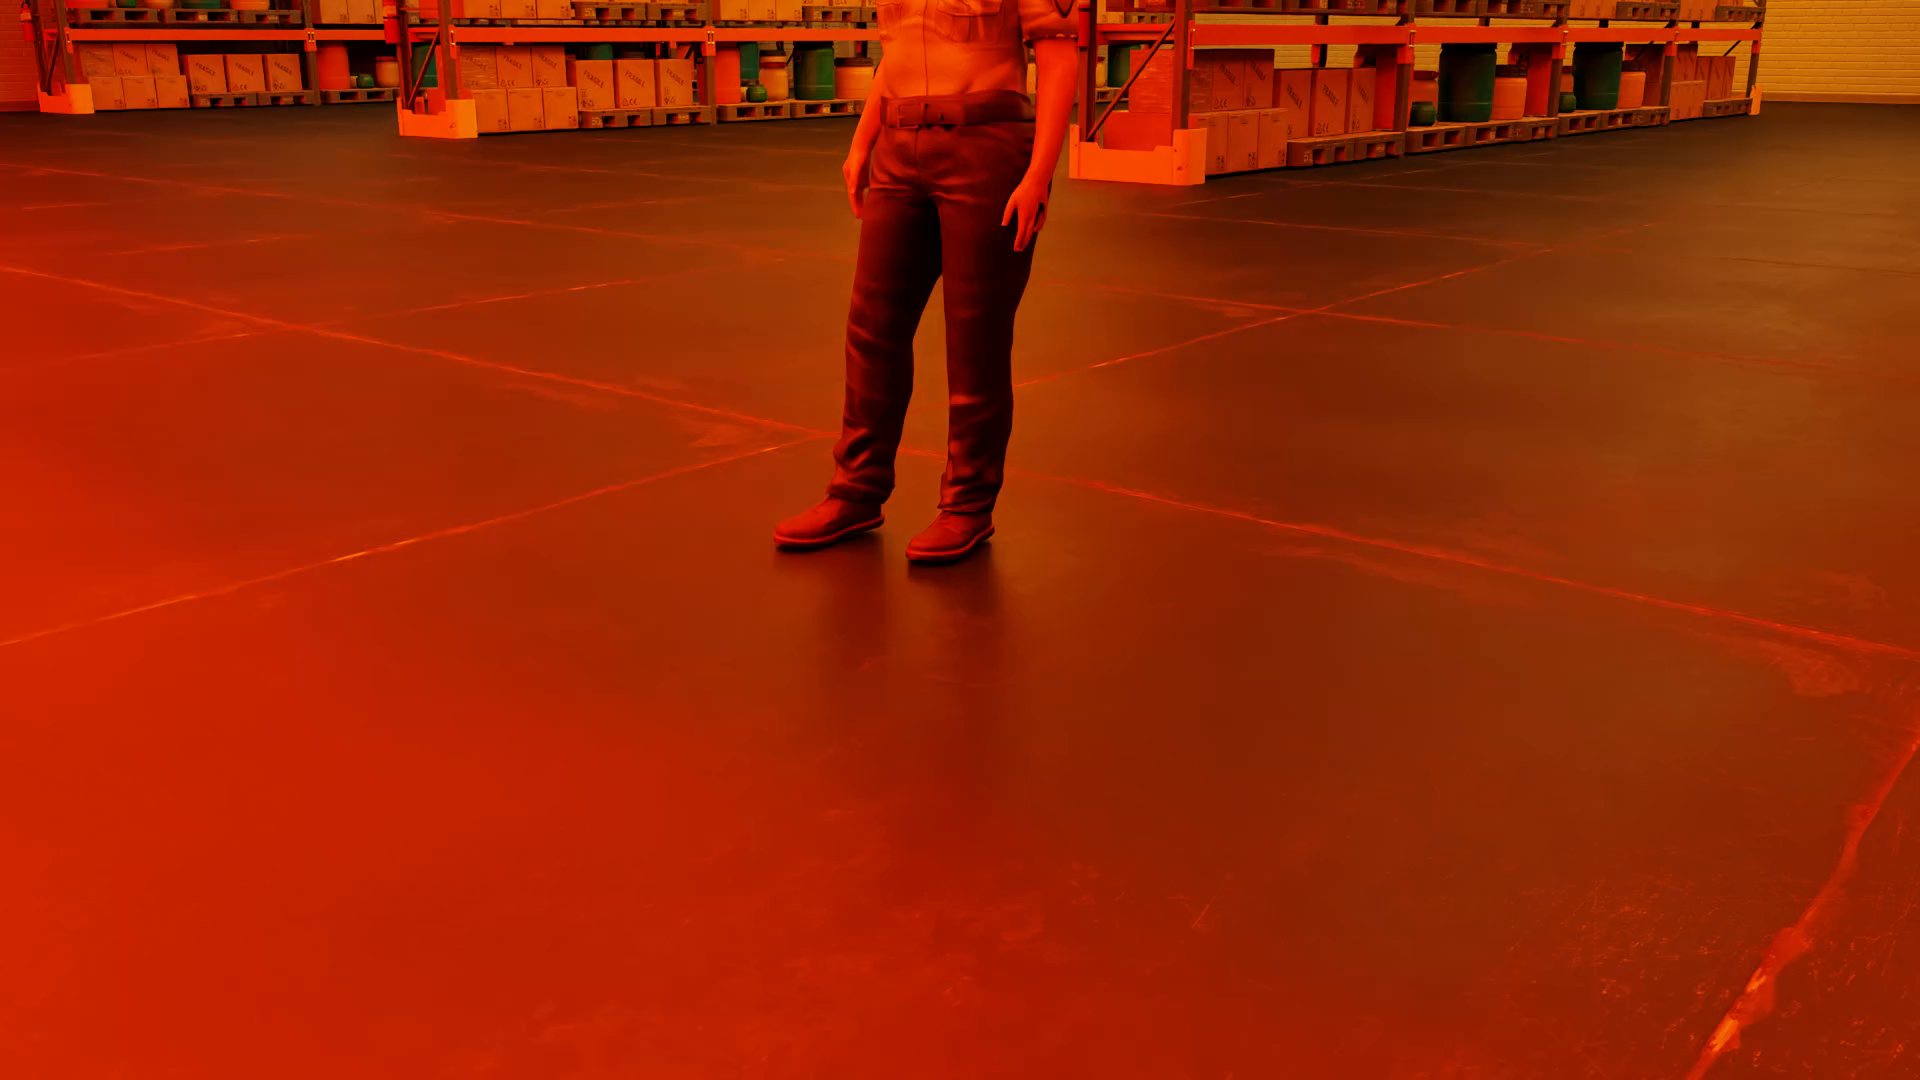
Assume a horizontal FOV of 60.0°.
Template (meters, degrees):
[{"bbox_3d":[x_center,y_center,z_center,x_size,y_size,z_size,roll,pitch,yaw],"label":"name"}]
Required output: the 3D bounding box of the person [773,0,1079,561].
[{"bbox_3d":[-0.075,-0.775,3.650,0.598,1.640,0.503,13,21,37],"label":"person"}]
